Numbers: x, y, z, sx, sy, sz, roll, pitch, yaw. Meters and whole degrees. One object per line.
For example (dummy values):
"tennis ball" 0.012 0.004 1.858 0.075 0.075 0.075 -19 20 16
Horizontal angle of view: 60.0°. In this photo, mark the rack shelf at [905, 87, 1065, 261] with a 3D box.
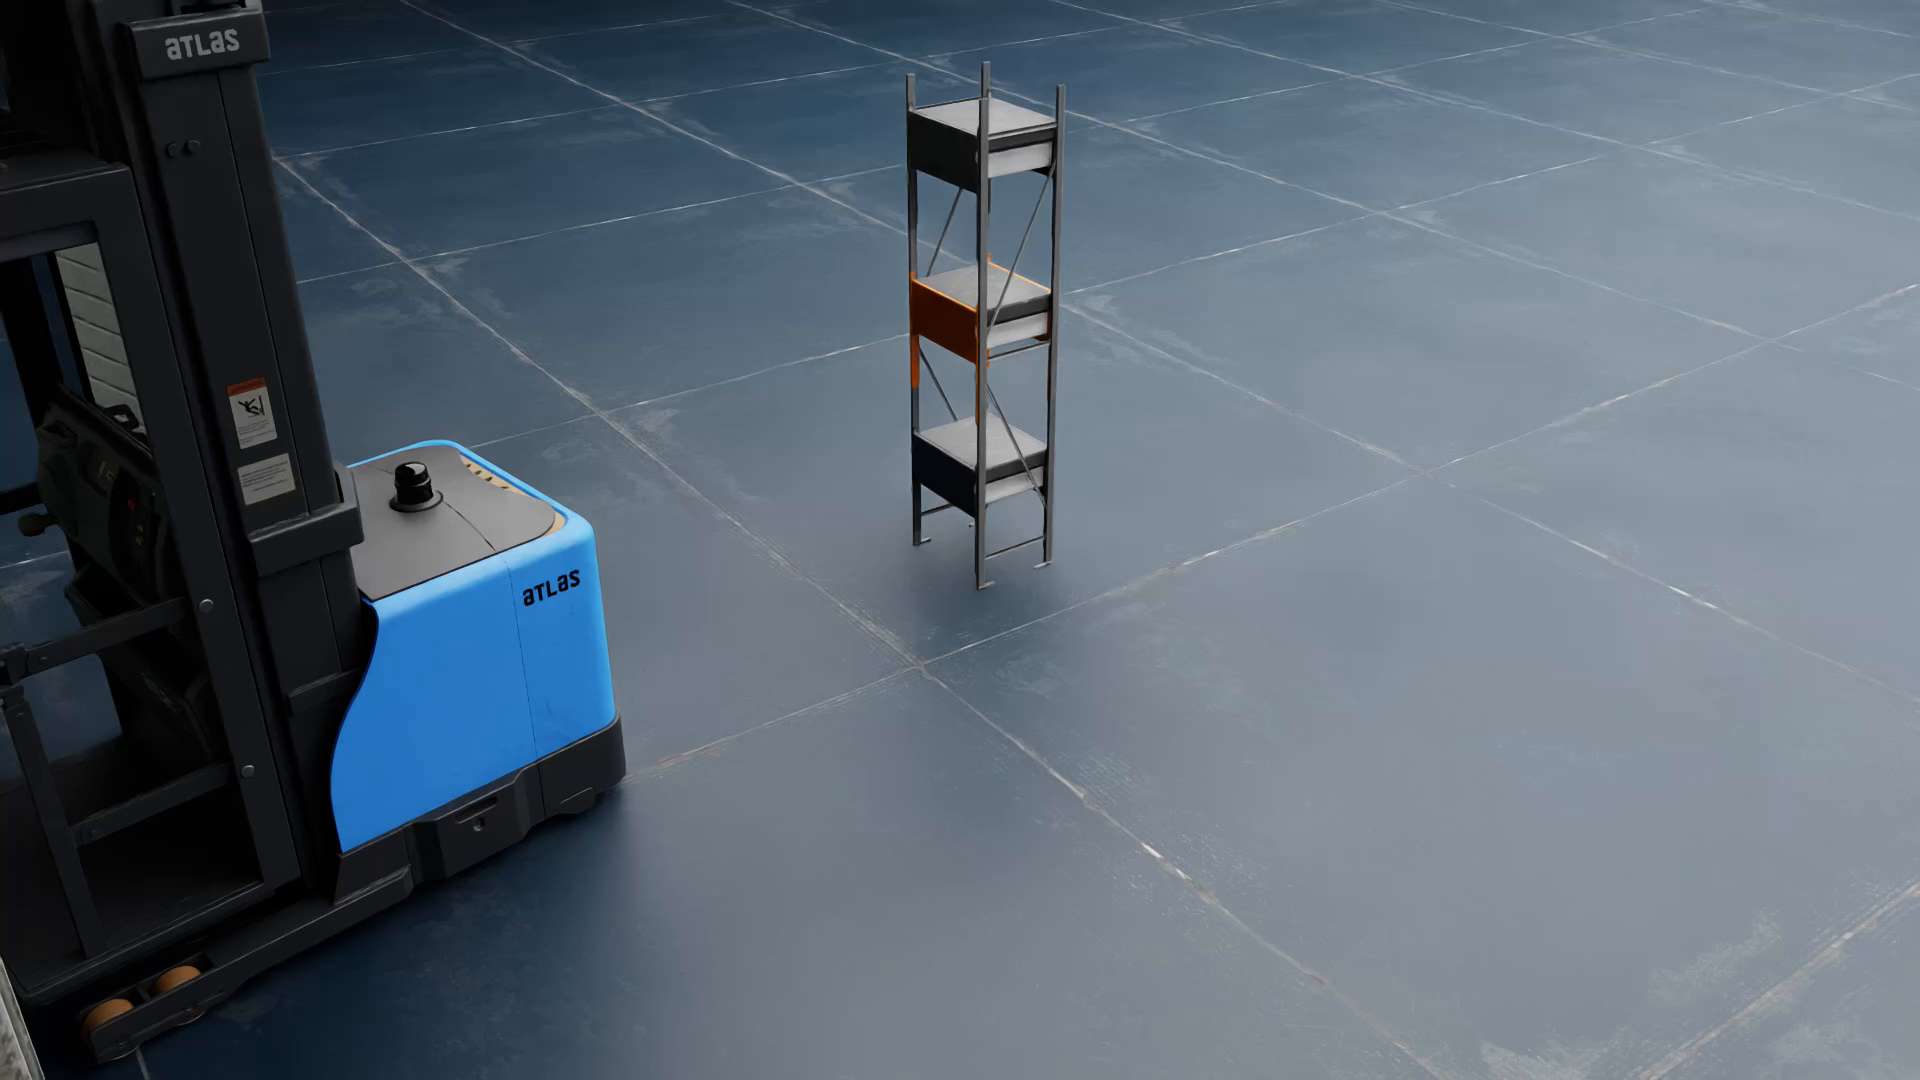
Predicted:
"rack shelf" 0.096 -1.461 6.604 0.431 0.518 0.480 -19 34 -31

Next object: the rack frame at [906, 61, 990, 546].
"rack frame" -0.046 -0.953 7.106 0.400 2.100 0.015 -19 34 -31

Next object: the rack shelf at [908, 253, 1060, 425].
"rack shelf" 0.096 -0.846 6.938 0.431 0.518 0.480 -19 34 -31

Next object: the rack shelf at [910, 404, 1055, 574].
"rack shelf" 0.096 -0.231 7.272 0.431 0.518 0.480 -19 34 -31

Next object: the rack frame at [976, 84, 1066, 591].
"rack frame" 0.238 -0.763 6.757 0.400 2.100 0.015 -19 34 -31

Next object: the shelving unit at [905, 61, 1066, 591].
"shelving unit" 0.096 -0.858 6.932 0.431 2.100 0.503 -19 34 -31

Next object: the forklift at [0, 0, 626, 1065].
"forklift" -2.584 -0.071 4.611 3.031 2.935 1.130 -25 37 -38
